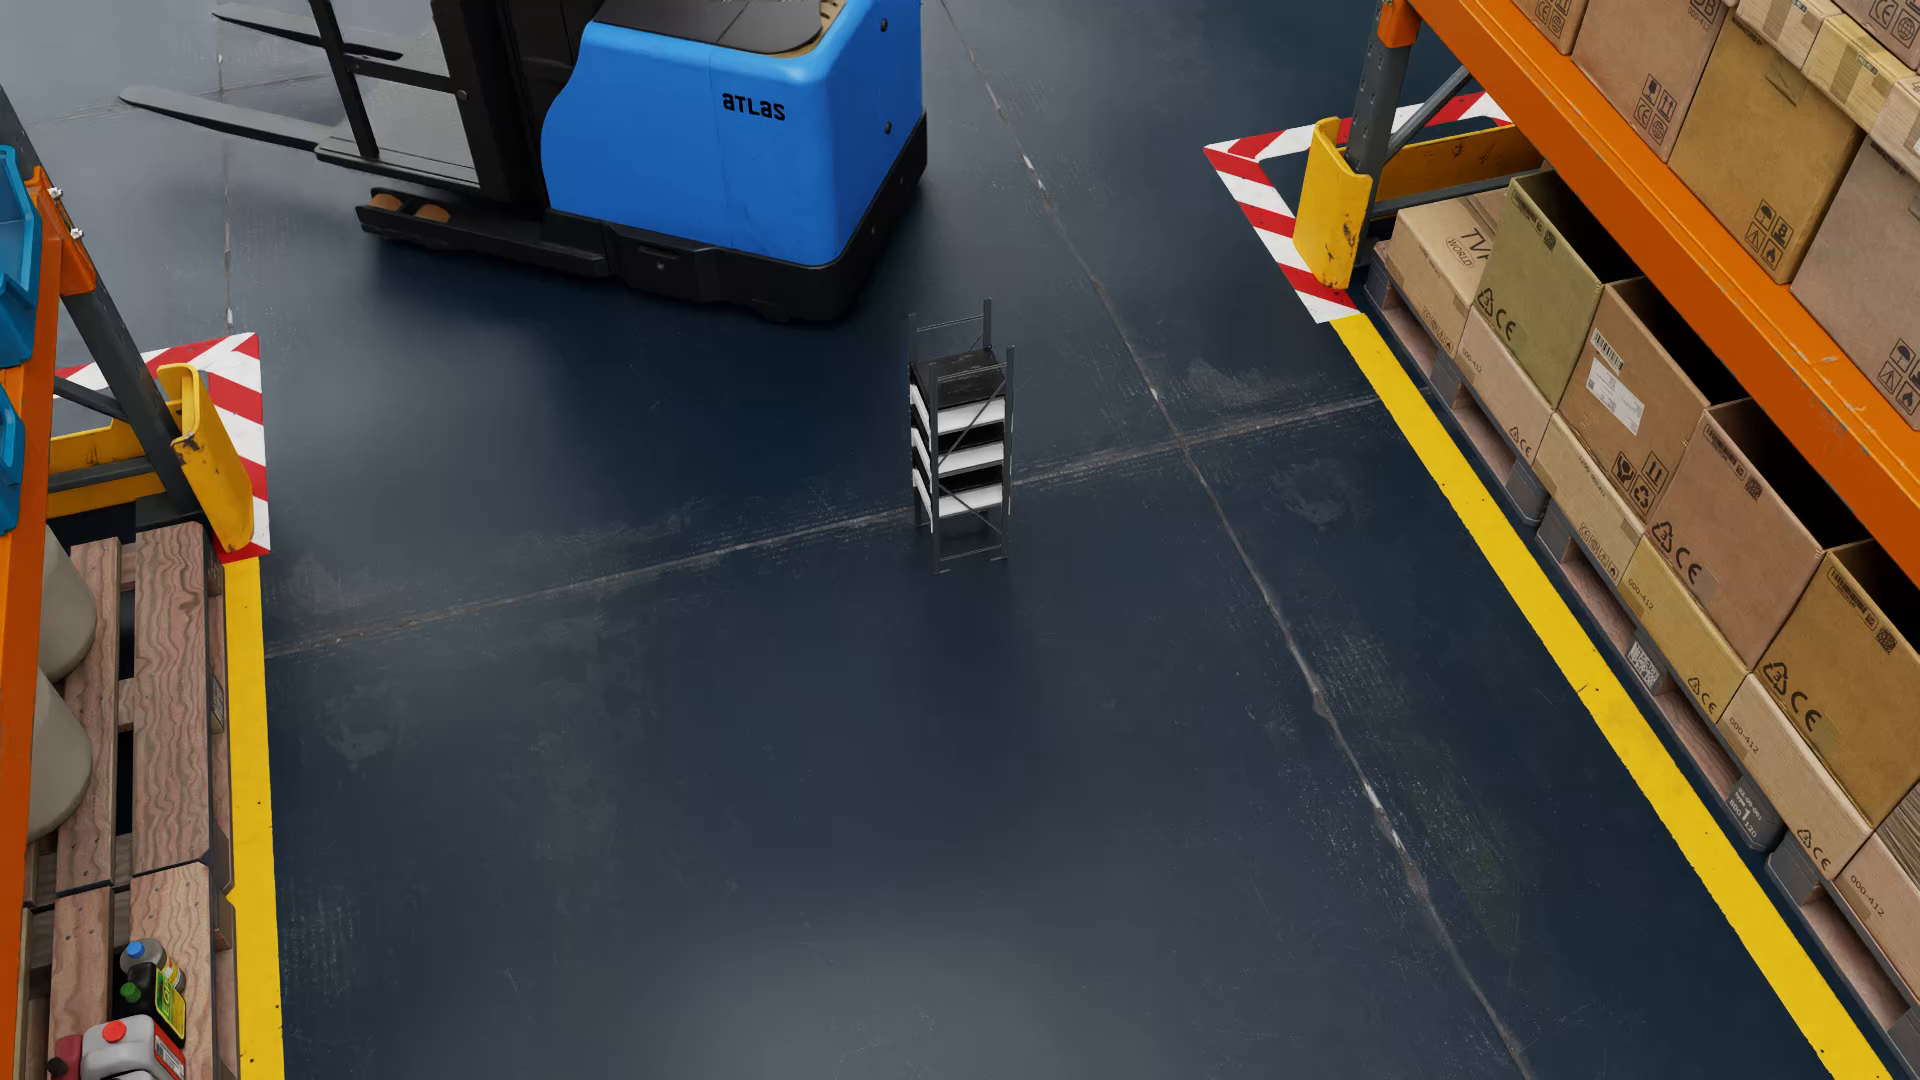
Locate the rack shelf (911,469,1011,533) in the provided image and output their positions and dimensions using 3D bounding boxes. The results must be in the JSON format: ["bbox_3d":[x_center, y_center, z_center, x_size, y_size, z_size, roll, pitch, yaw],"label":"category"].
[{"bbox_3d":[0.002,-0.147,5.064,0.258,0.077,0.200,-13,51,-11],"label":"rack shelf"}]

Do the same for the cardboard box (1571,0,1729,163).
[{"bbox_3d":[2.123,-1.406,4.408,0.700,0.500,0.500,-12,51,-10],"label":"cardboard box"}]

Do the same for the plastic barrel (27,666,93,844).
[{"bbox_3d":[-2.480,0.514,4.208,0.421,0.512,0.421,0,50,0],"label":"plastic barrel"}]

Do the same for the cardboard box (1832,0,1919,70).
[{"bbox_3d":[2.289,-1.417,3.568,0.700,0.500,0.500,-13,51,-11],"label":"cardboard box"}]

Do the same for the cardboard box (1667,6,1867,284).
[{"bbox_3d":[2.264,-1.042,4.101,0.700,0.500,0.500,-13,51,-11],"label":"cardboard box"}]

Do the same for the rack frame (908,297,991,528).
[{"bbox_3d":[-0.028,-0.358,4.964,0.240,0.900,0.006,-13,51,-11],"label":"rack frame"}]

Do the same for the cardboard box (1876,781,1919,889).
[{"bbox_3d":[2.537,0.674,3.753,0.500,0.500,0.500,-13,51,-11],"label":"cardboard box"}]

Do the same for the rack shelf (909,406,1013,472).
[{"bbox_3d":[0.002,-0.321,4.858,0.258,0.077,0.200,-13,51,-11],"label":"rack shelf"}]

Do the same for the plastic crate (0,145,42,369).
[{"bbox_3d":[-2.462,-0.637,3.922,0.499,0.251,0.616,-13,51,-11],"label":"plastic crate"}]

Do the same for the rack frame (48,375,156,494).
[{"bbox_3d":[-2.899,-0.982,4.116,0.949,2.616,0.053,-13,51,-11],"label":"rack frame"}]

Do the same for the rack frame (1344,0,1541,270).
[{"bbox_3d":[1.837,-2.100,5.058,1.000,3.000,0.127,-13,51,-11],"label":"rack frame"}]

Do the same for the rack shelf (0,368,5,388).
[{"bbox_3d":[-2.305,0.647,3.085,0.919,0.124,3.809,-13,51,-11],"label":"rack shelf"}]

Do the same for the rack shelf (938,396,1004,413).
[{"bbox_3d":[0.002,-0.446,4.709,0.199,0.015,0.184,-13,51,-11],"label":"rack shelf"}]

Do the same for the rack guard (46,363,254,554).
[{"bbox_3d":[-2.829,-0.132,5.034,1.175,0.500,0.348,-13,51,-11],"label":"rack guard"}]

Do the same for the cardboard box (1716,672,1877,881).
[{"bbox_3d":[2.373,0.554,4.345,0.500,0.250,0.500,-13,51,-11],"label":"cardboard box"}]

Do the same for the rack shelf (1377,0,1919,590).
[{"bbox_3d":[2.428,-0.407,4.102,1.077,0.370,4.000,-13,51,-11],"label":"rack shelf"}]

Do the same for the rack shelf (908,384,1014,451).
[{"bbox_3d":[0.002,-0.379,4.789,0.258,0.077,0.200,-13,51,-11],"label":"rack shelf"}]

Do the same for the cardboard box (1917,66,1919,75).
[{"bbox_3d":[2.437,-1.051,3.260,0.700,0.500,0.500,-13,51,-11],"label":"cardboard box"}]

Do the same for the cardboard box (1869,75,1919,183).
[{"bbox_3d":[2.201,-0.883,3.543,0.380,0.149,0.250,-13,51,-11],"label":"cardboard box"}]

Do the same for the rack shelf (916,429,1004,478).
[{"bbox_3d":[0.002,-0.276,4.911,0.221,0.026,0.190,-13,51,-11],"label":"rack shelf"}]

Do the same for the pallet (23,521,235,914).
[{"bbox_3d":[-2.594,0.556,4.643,1.003,0.211,1.213,-13,51,-11],"label":"pallet"}]

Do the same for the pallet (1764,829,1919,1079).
[{"bbox_3d":[2.825,1.130,4.159,1.003,0.211,1.213,-13,51,-11],"label":"pallet"}]

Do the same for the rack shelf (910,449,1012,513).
[{"bbox_3d":[-10.165,-11.826,13.193,11.303,3.100,33.284,-13,51,-11],"label":"rack shelf"}]

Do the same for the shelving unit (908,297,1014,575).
[{"bbox_3d":[-10.164,-11.825,13.191,11.303,3.100,33.289,-13,51,-11],"label":"shelving unit"}]

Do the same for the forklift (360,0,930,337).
[{"bbox_3d":[-1.666,-2.446,5.395,3.031,2.935,1.130,21,53,17],"label":"forklift"}]

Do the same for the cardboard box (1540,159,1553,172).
[{"bbox_3d":[2.280,-1.266,5.389,0.500,0.500,0.500,-13,51,-11],"label":"cardboard box"}]

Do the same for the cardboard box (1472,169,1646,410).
[{"bbox_3d":[1.933,-0.784,4.982,0.500,0.500,0.500,-13,51,-11],"label":"cardboard box"}]

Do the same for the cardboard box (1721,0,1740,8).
[{"bbox_3d":[1.973,-1.446,4.018,0.380,0.149,0.250,-14,51,-12],"label":"cardboard box"}]

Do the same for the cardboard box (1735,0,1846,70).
[{"bbox_3d":[2.054,-1.252,3.854,0.380,0.149,0.250,-15,51,-12],"label":"cardboard box"}]

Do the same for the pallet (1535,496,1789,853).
[{"bbox_3d":[2.460,0.238,4.911,1.003,0.211,1.213,-13,51,-11],"label":"pallet"}]

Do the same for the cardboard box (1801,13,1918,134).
[{"bbox_3d":[2.130,-1.065,3.697,0.380,0.149,0.250,-14,51,-11],"label":"cardboard box"}]

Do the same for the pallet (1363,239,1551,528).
[{"bbox_3d":[2.103,-0.652,5.661,1.003,0.211,1.213,-13,51,-11],"label":"pallet"}]

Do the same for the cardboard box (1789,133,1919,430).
[{"bbox_3d":[2.423,-0.658,3.777,0.700,0.500,0.500,-12,51,-10],"label":"cardboard box"}]

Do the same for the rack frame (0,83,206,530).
[{"bbox_3d":[-2.896,-0.982,4.116,1.000,3.000,0.127,-13,51,-11],"label":"rack frame"}]

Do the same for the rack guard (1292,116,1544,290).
[{"bbox_3d":[1.830,-1.311,6.029,1.175,0.500,0.348,-13,51,-11],"label":"rack guard"}]

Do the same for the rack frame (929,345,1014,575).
[{"bbox_3d":[0.032,-0.210,4.838,0.240,0.900,0.006,-13,51,-11],"label":"rack frame"}]

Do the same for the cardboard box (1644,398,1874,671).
[{"bbox_3d":[2.224,-0.052,4.365,0.500,0.500,0.500,-13,51,-11],"label":"cardboard box"}]

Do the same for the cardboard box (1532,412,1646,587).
[{"bbox_3d":[2.082,-0.177,4.961,0.500,0.250,0.500,-13,51,-11],"label":"cardboard box"}]

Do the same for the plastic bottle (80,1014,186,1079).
[{"bbox_3d":[-1.886,1.186,3.782,0.152,0.276,0.135,-13,51,-11],"label":"plastic bottle"}]

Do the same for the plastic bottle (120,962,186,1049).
[{"bbox_3d":[-1.882,1.075,3.871,0.061,0.283,0.133,-12,51,-10],"label":"plastic bottle"}]
